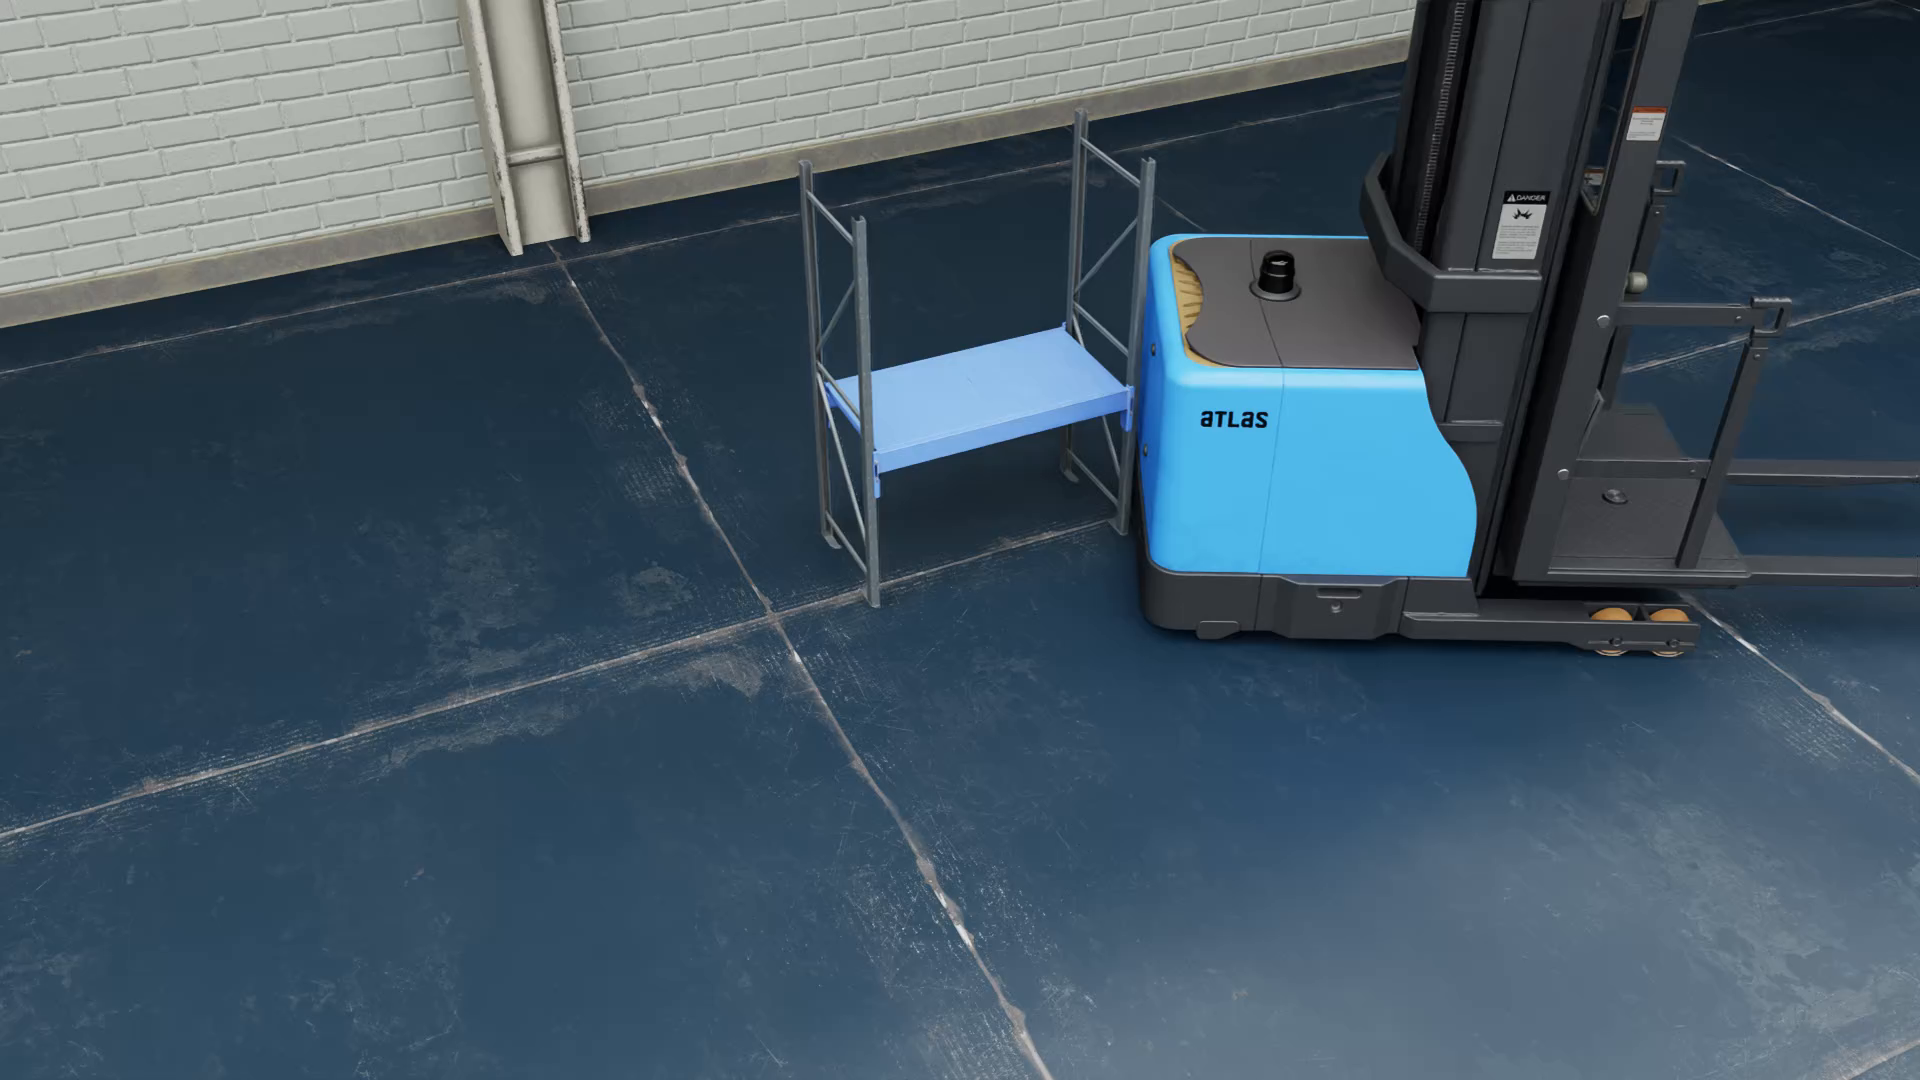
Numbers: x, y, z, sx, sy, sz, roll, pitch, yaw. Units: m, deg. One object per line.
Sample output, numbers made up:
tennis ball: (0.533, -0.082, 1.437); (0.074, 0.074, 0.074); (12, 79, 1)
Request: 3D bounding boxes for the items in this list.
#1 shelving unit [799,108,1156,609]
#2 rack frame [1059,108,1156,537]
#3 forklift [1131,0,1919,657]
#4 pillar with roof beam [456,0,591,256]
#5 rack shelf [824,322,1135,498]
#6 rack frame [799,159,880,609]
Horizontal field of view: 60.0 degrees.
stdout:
shelving unit: (0.056, -0.624, 5.833); (1.048, 1.500, 0.538); (-16, 39, -20)
rack frame: (0.516, -0.753, 6.007); (0.032, 1.500, 0.500); (-16, 39, -20)
forklift: (2.160, -1.100, 5.272); (3.031, 2.935, 1.130); (1, 37, 1)
pillar with roof beam: (-0.245, -2.813, 2.488); (0.400, 9.000, 9.100); (-16, 39, -20)
rack shelf: (0.056, -0.480, 5.940); (1.000, 0.185, 0.538); (-16, 39, -20)
rack frame: (-0.404, -0.496, 5.659); (0.032, 1.500, 0.500); (-16, 39, -20)
